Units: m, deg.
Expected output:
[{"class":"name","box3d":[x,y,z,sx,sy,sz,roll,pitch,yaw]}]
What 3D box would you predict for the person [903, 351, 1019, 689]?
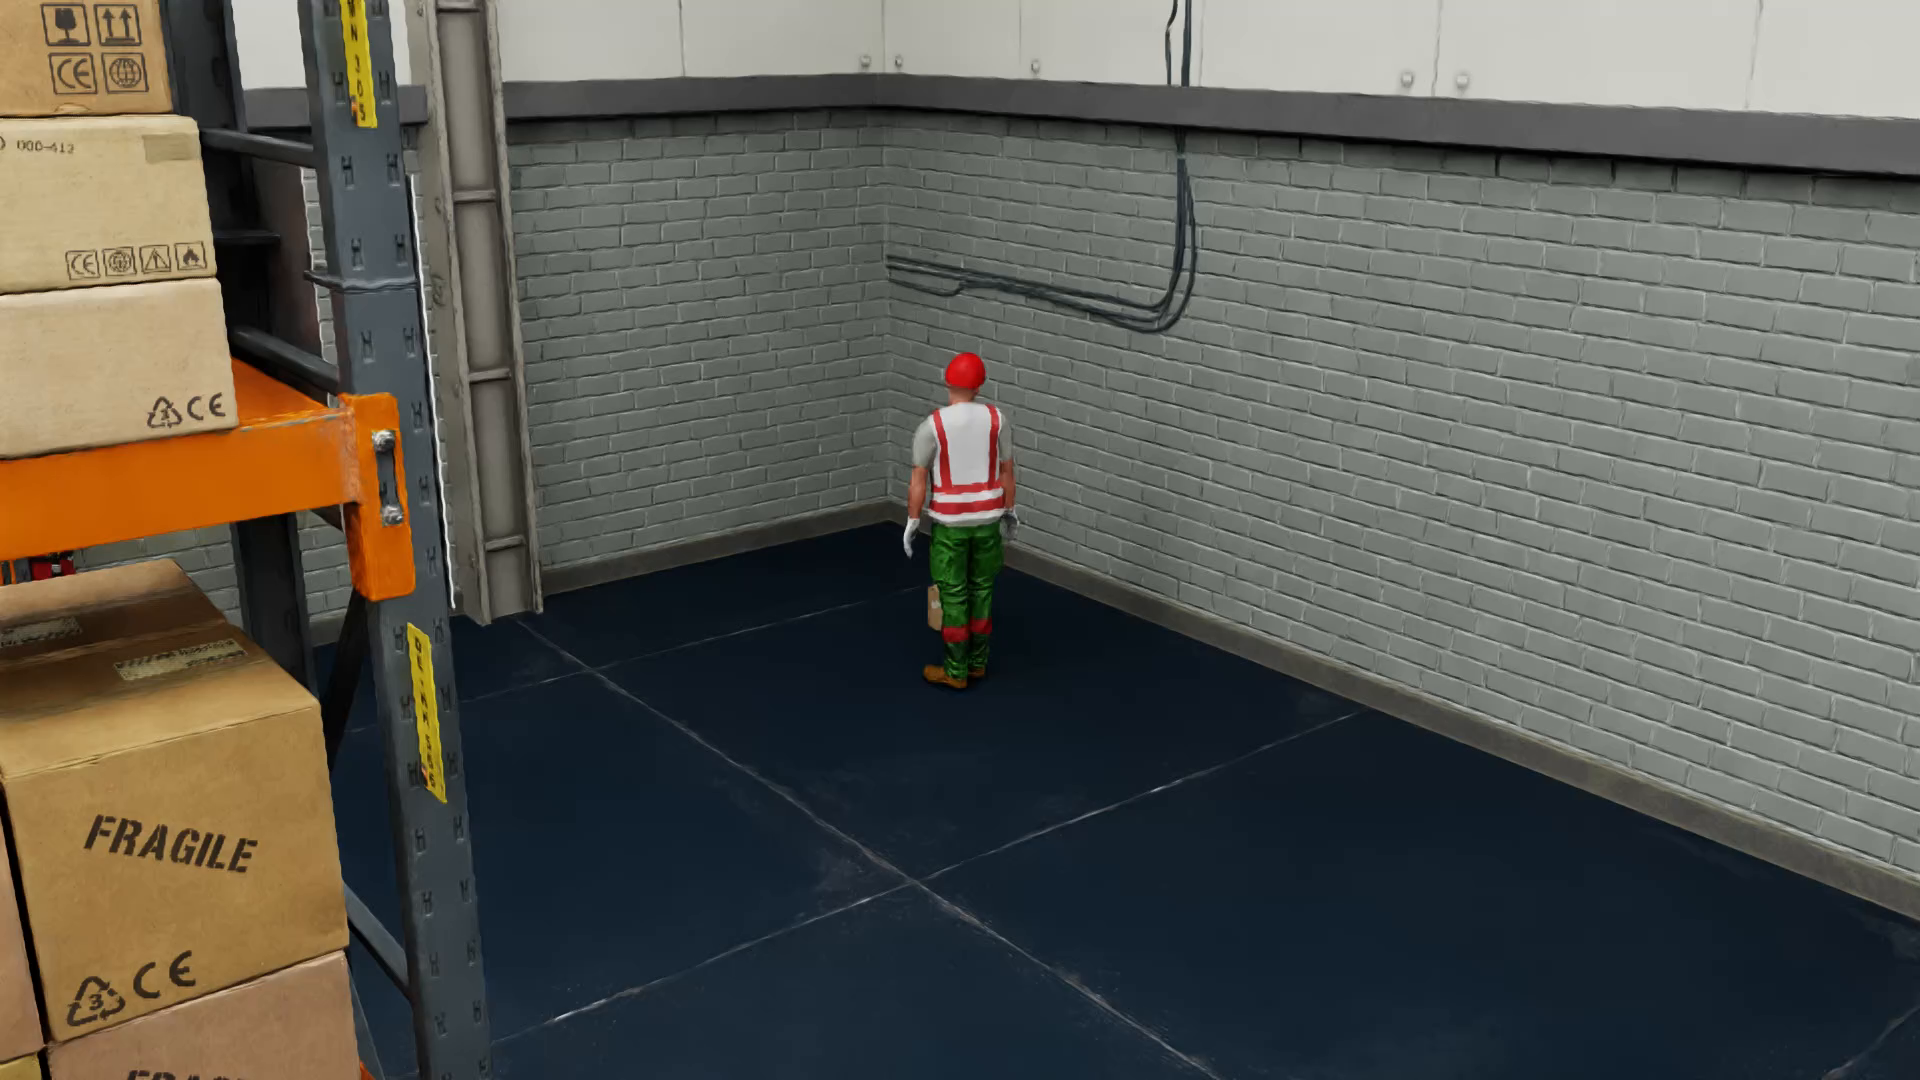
[{"class":"person","box3d":[-0.007,-0.119,8.800,0.648,1.791,0.424,-5,18,-16]}]
